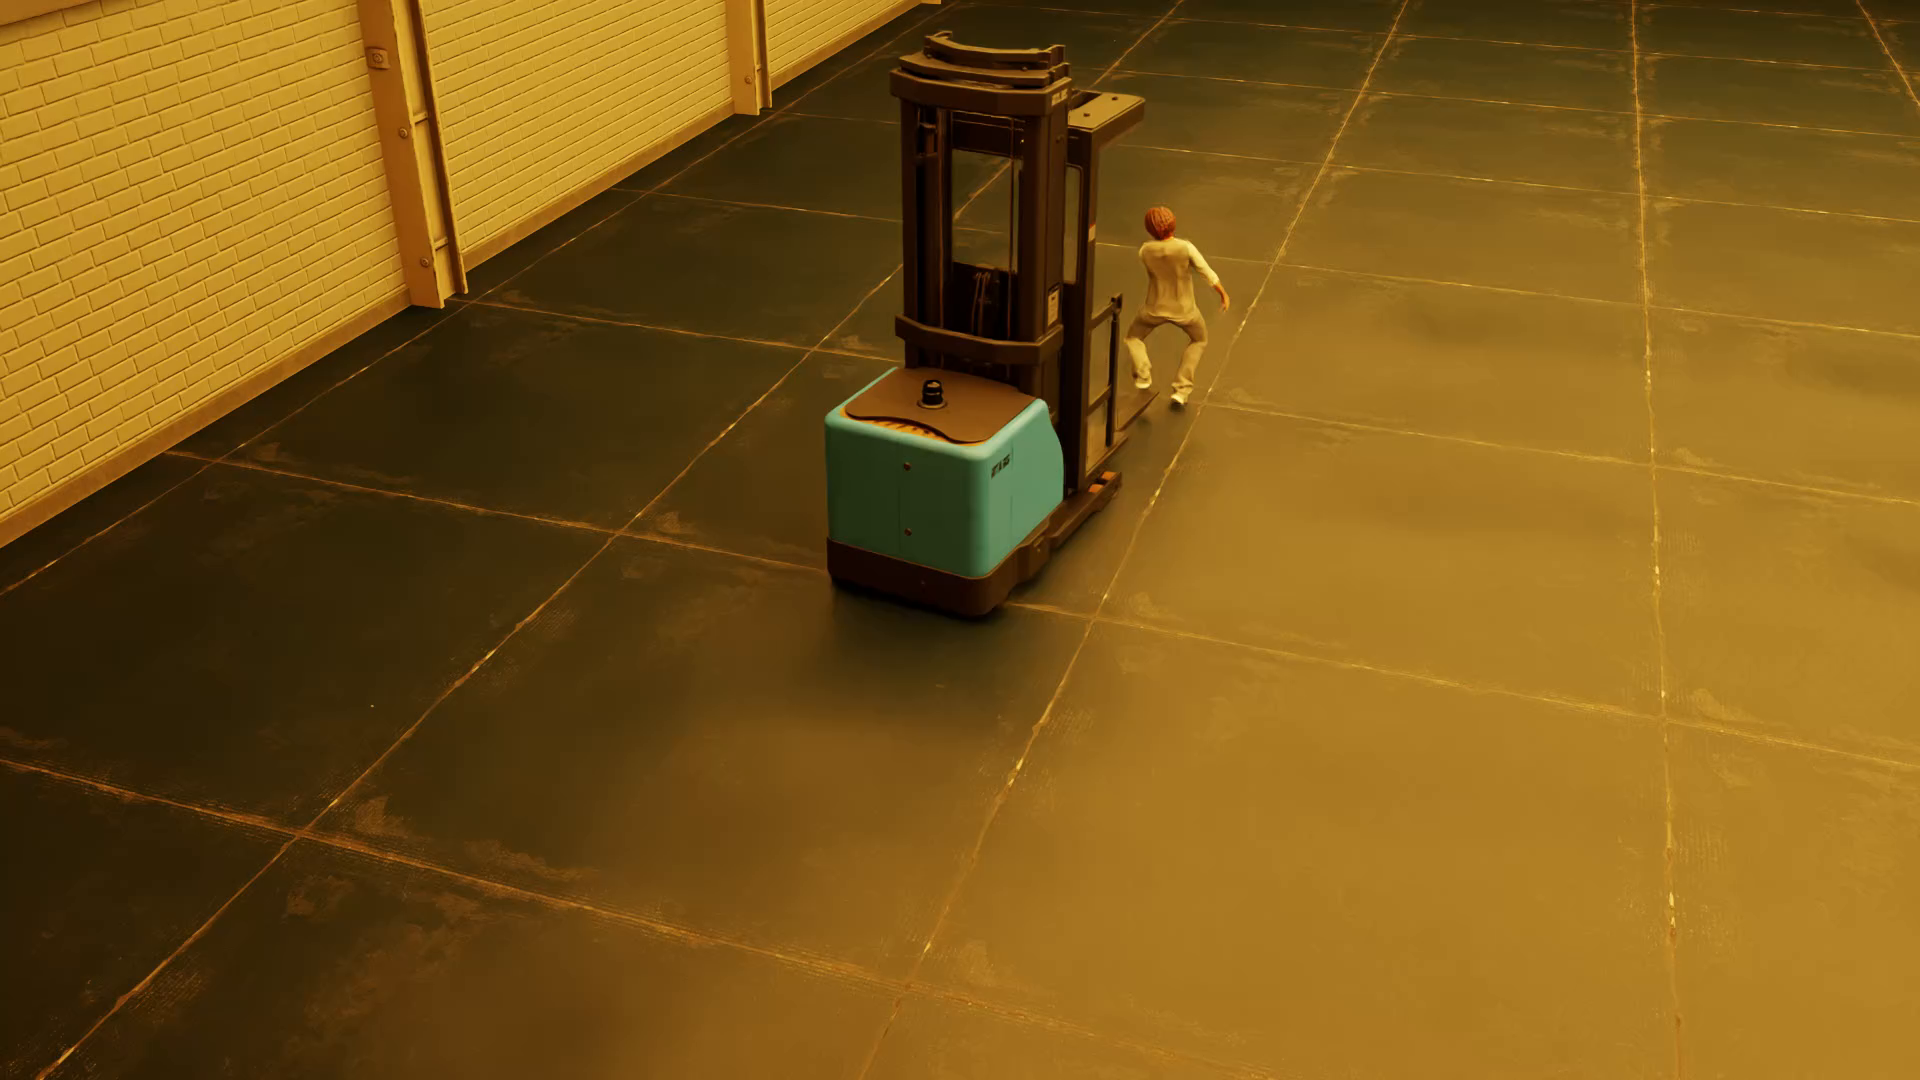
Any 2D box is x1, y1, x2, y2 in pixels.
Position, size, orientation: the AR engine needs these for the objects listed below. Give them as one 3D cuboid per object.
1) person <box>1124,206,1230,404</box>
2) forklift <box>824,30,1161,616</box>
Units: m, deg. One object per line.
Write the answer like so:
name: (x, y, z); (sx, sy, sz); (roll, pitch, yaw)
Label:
person: (1.501, -1.592, 11.499); (0.708, 1.531, 0.770); (3, 30, 6)
forklift: (0.377, -1.555, 9.864); (1.130, 2.935, 3.031); (15, 33, 24)
